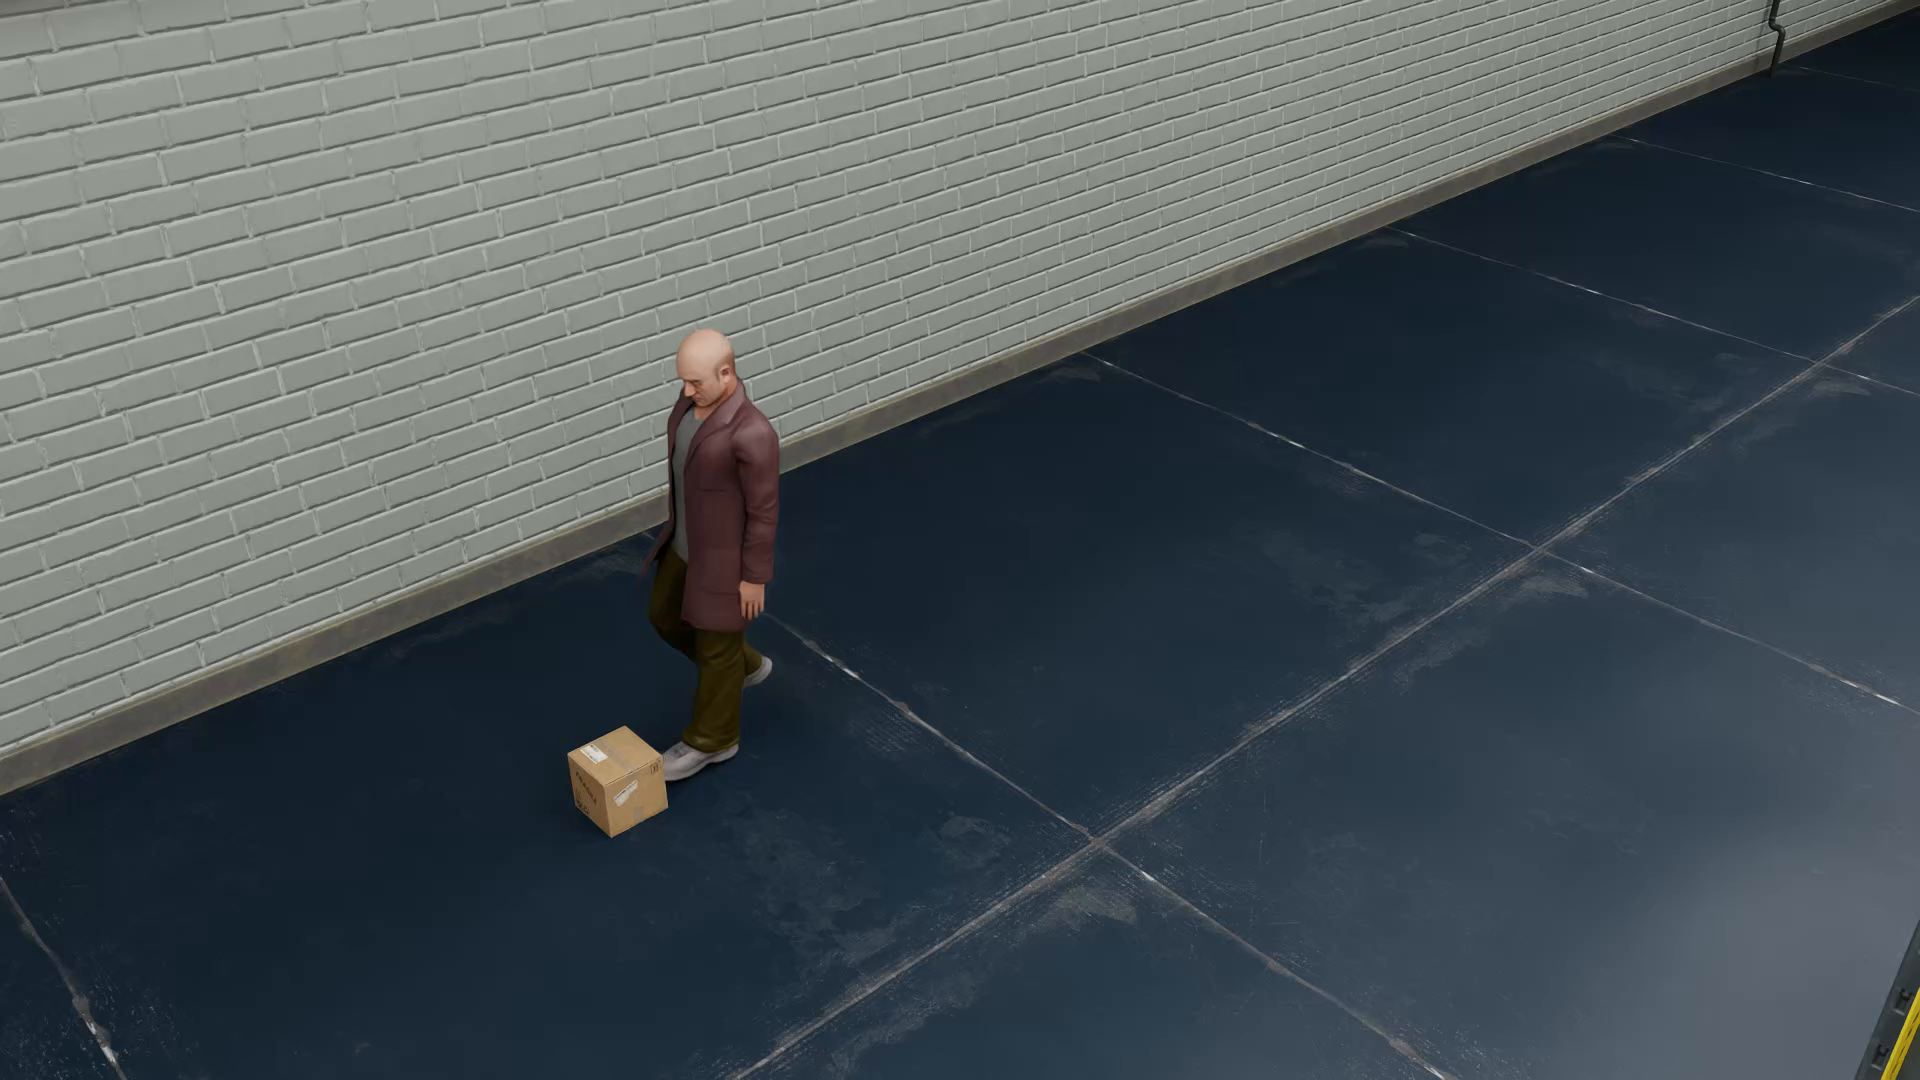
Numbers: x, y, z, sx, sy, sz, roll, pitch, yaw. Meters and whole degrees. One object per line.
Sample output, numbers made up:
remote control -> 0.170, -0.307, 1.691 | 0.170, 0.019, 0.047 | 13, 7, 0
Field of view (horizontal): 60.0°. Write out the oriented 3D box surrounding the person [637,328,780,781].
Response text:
person -> -0.930, 0.056, 6.015 | 0.632, 1.772, 0.604 | -20, 37, -29
